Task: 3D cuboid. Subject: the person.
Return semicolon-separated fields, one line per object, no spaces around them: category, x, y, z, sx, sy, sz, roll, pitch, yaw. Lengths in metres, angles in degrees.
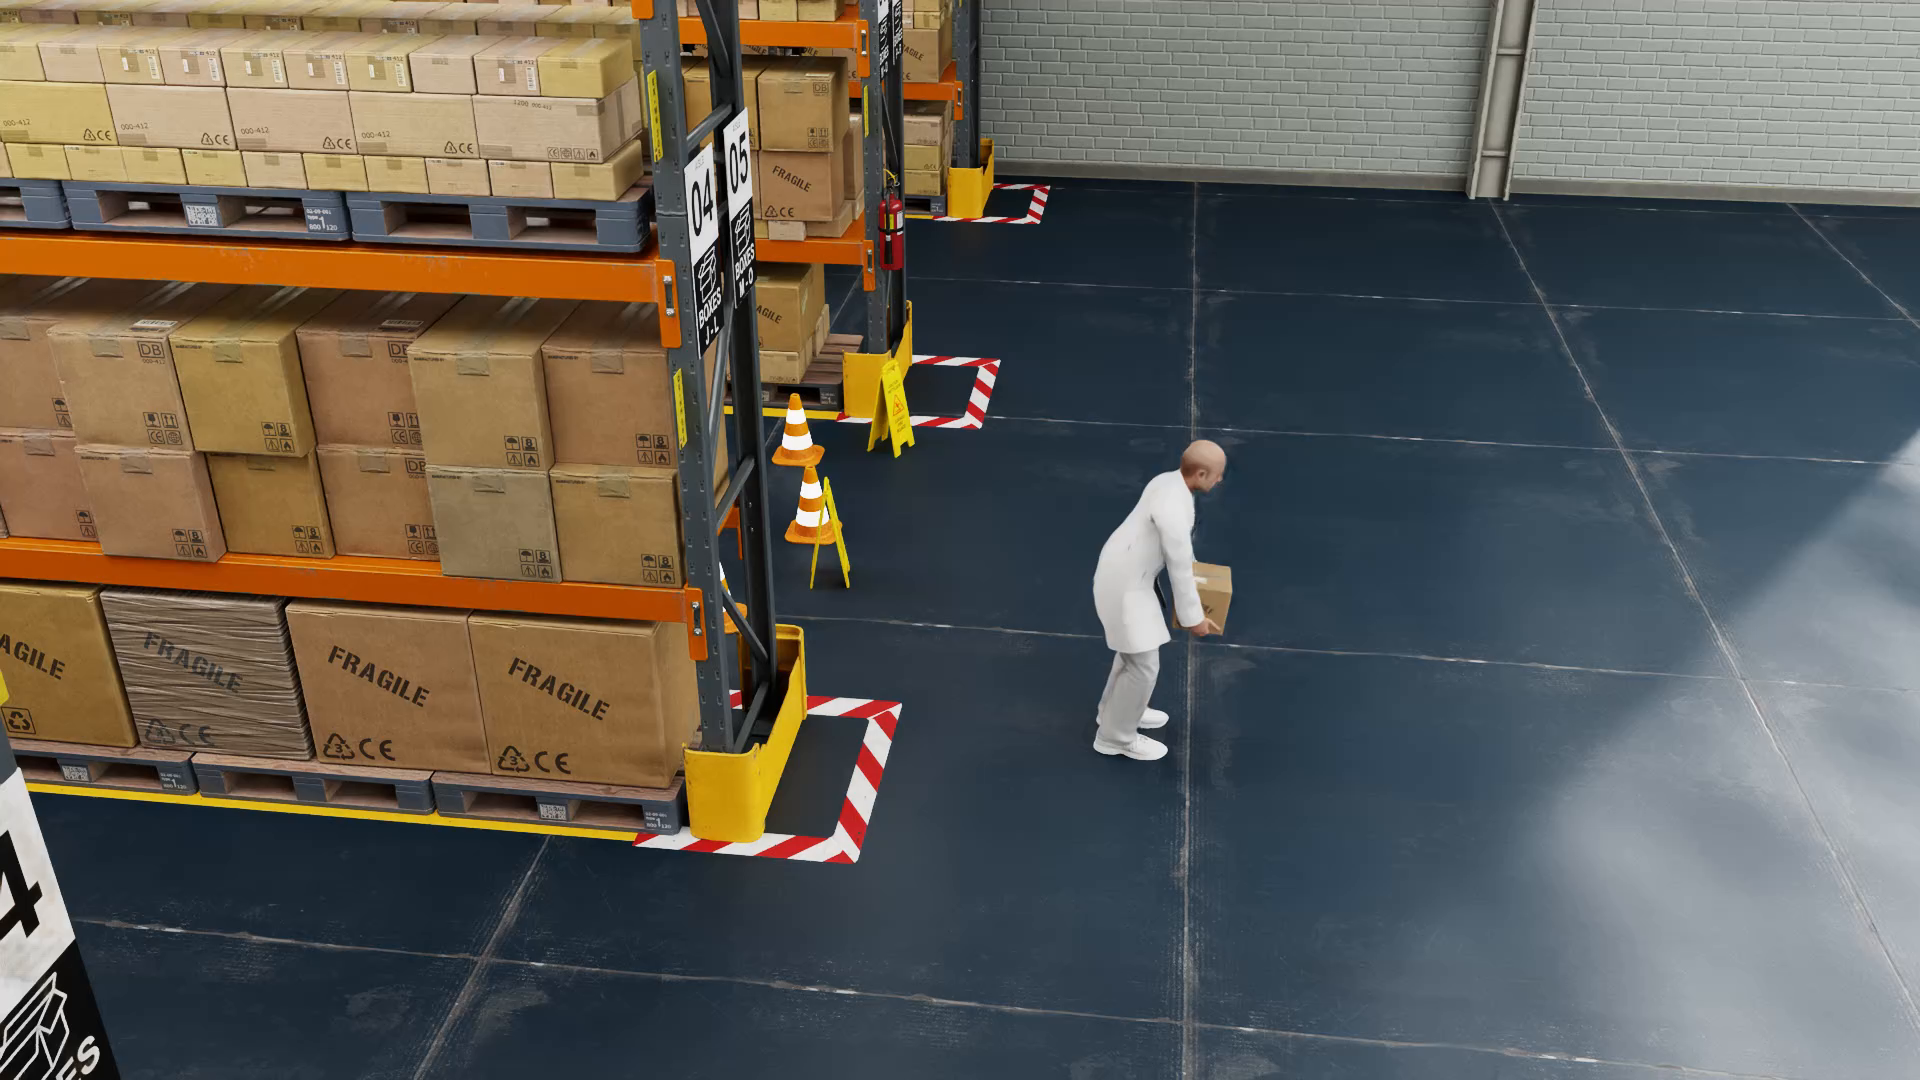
person;0.970;0.286;8.201;0.630;1.690;0.544;3;28;5
